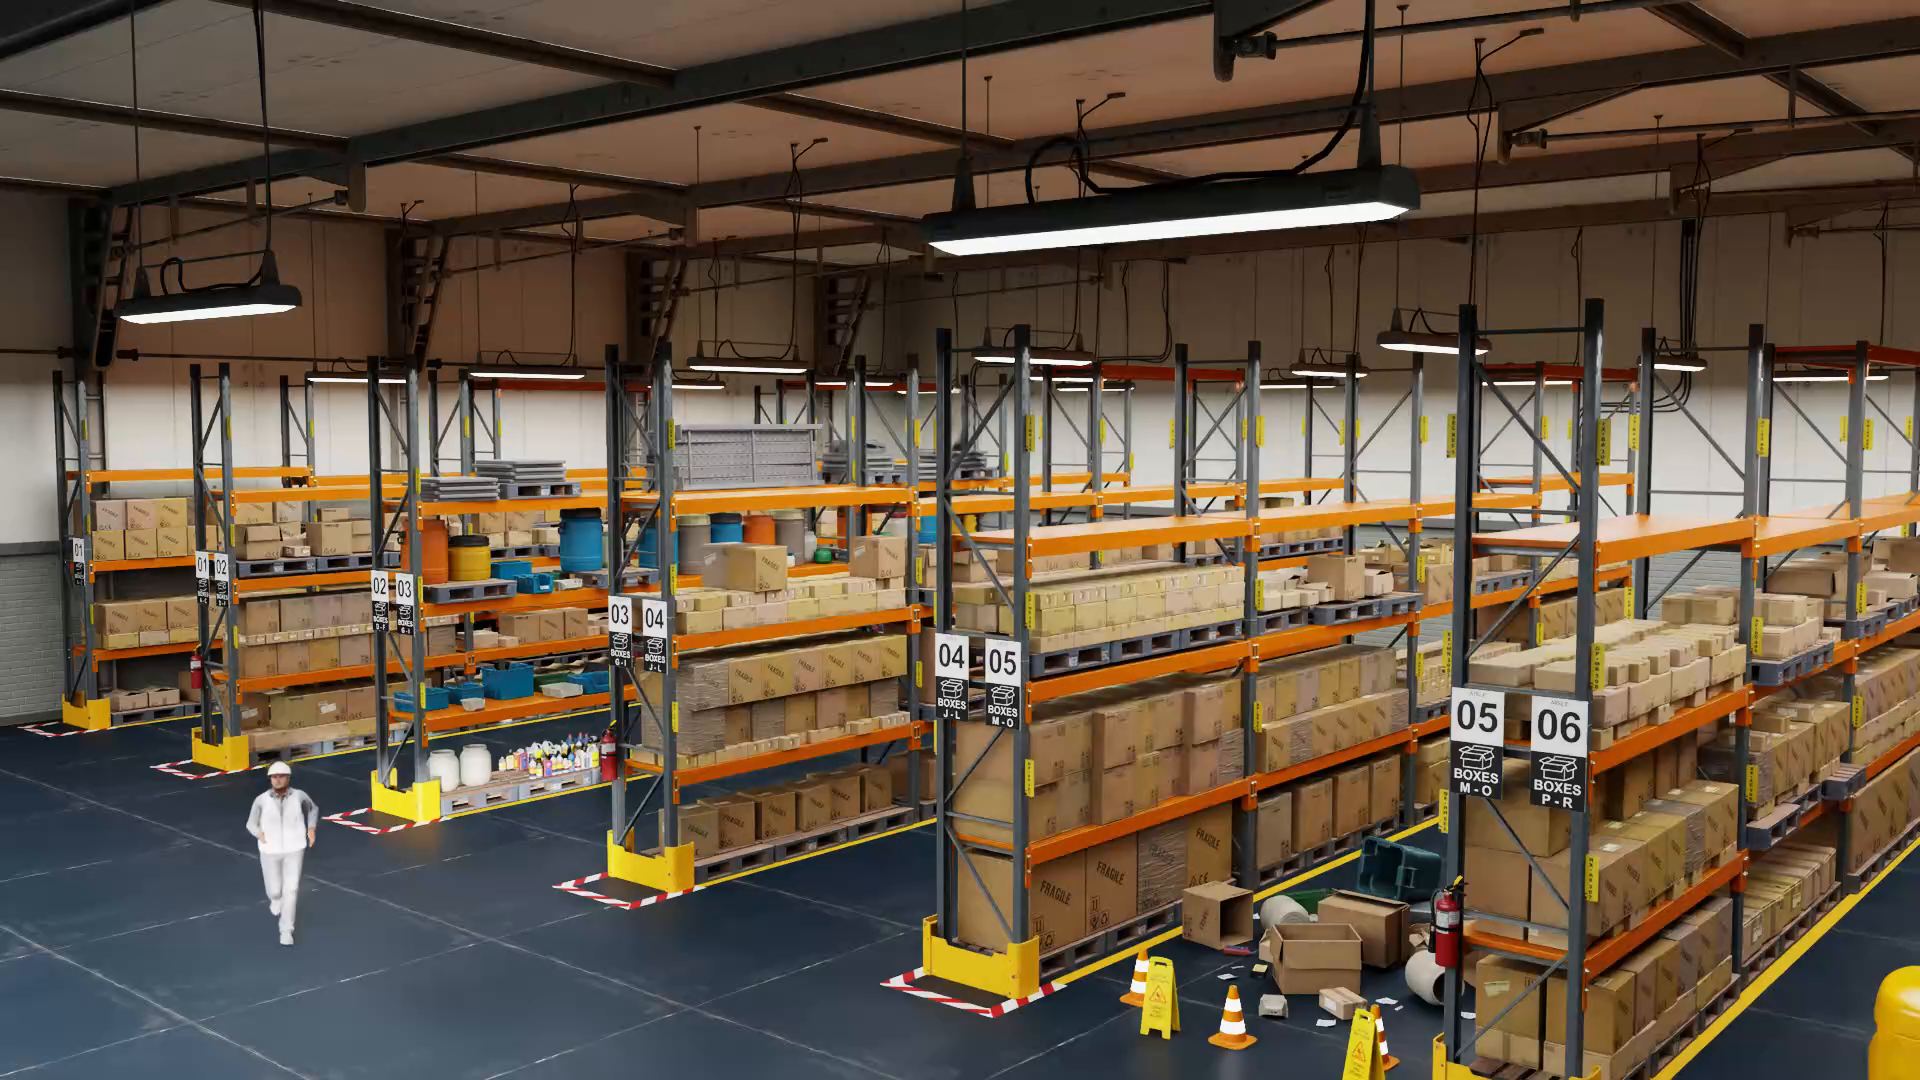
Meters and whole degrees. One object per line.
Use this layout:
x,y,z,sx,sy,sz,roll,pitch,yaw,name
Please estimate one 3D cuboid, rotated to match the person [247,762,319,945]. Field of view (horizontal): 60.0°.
-6.766,3.088,16.636,0.676,1.741,0.971,-2,4,-20,person
